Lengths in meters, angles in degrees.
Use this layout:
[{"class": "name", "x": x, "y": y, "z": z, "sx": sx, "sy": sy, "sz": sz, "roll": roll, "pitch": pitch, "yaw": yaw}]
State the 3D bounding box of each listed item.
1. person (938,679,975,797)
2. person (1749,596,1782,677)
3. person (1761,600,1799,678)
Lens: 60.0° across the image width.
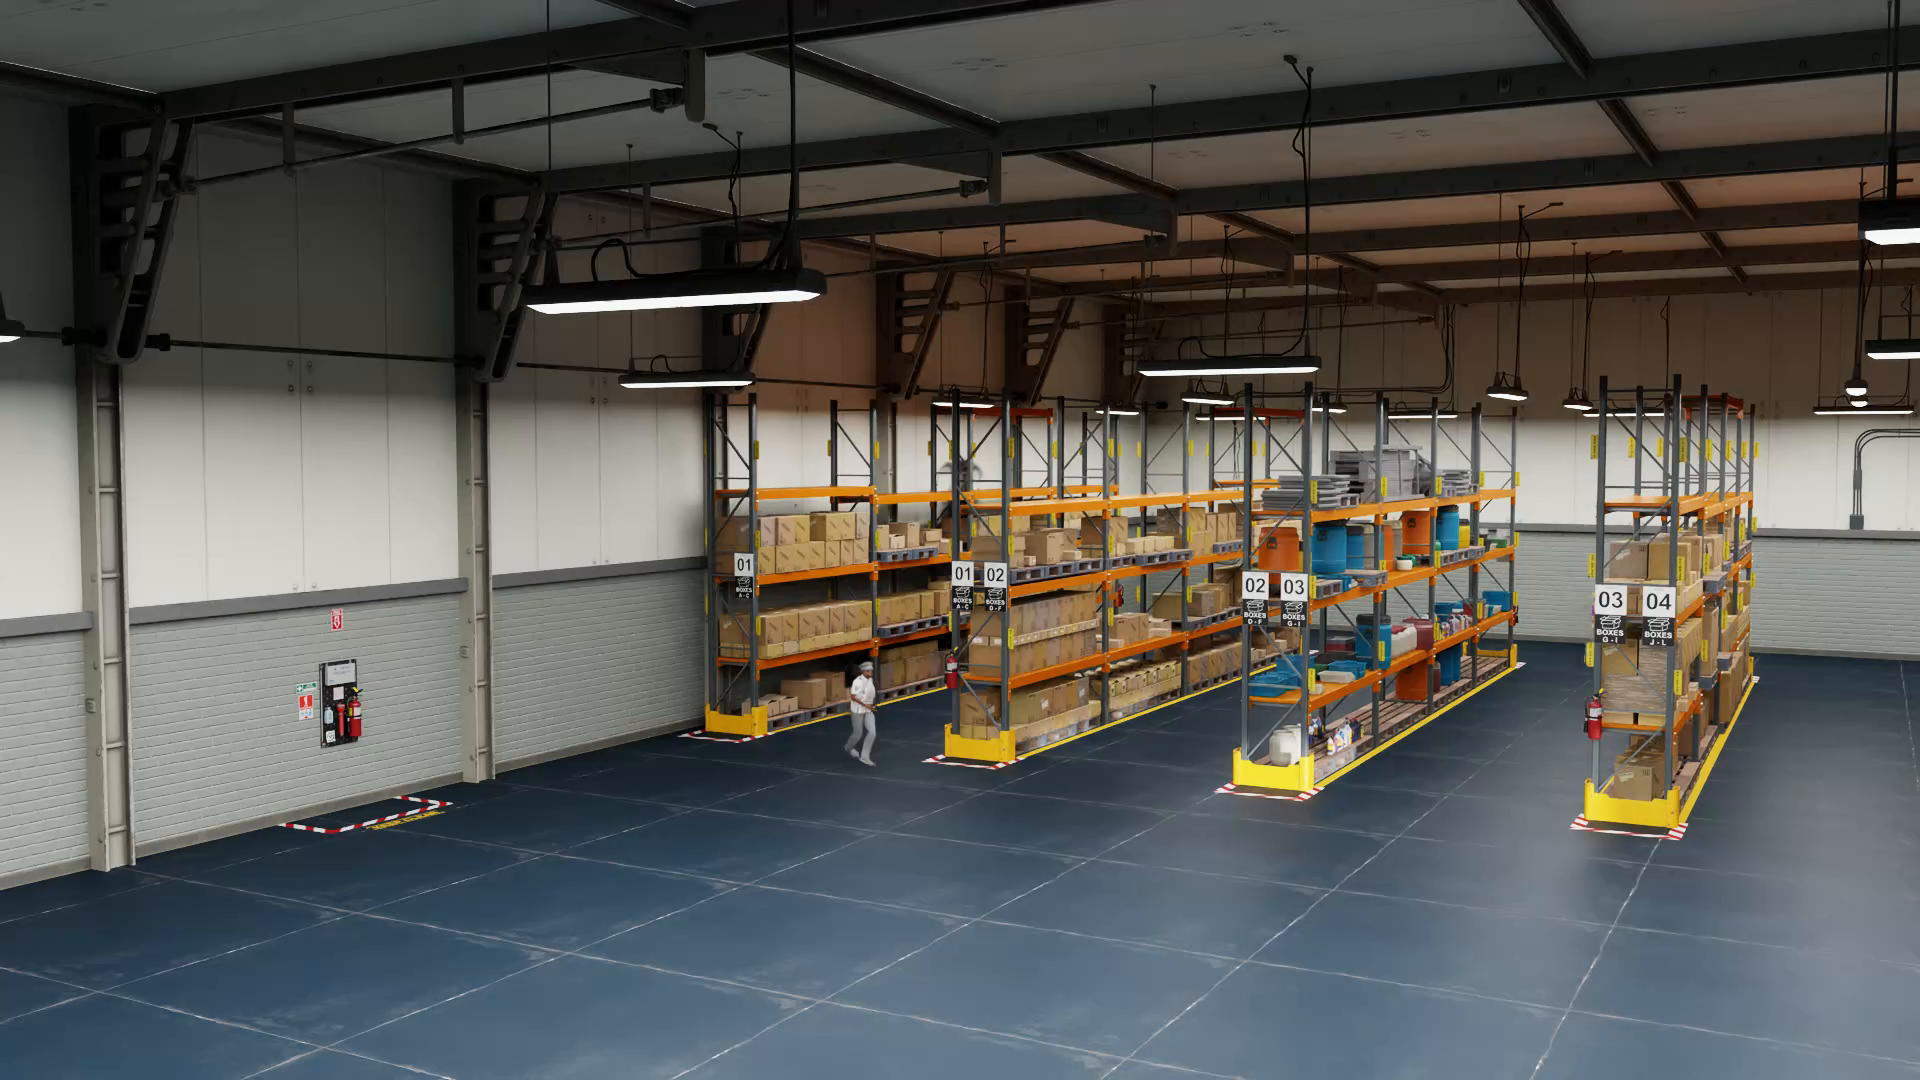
[{"class": "person", "x": -0.068, "y": 2.856, "z": 24.305, "sx": 0.554, "sy": 1.707, "sz": 0.733, "roll": -2, "pitch": 4, "yaw": -30}, {"class": "person", "x": 17.685, "y": 2.130, "z": 36.869, "sx": 0.932, "sy": 1.784, "sz": 0.705, "roll": 3, "pitch": 4, "yaw": 41}, {"class": "person", "x": 18.071, "y": 2.180, "z": 36.519, "sx": 0.812, "sy": 1.716, "sz": 0.519, "roll": -1, "pitch": 3, "yaw": -21}]
